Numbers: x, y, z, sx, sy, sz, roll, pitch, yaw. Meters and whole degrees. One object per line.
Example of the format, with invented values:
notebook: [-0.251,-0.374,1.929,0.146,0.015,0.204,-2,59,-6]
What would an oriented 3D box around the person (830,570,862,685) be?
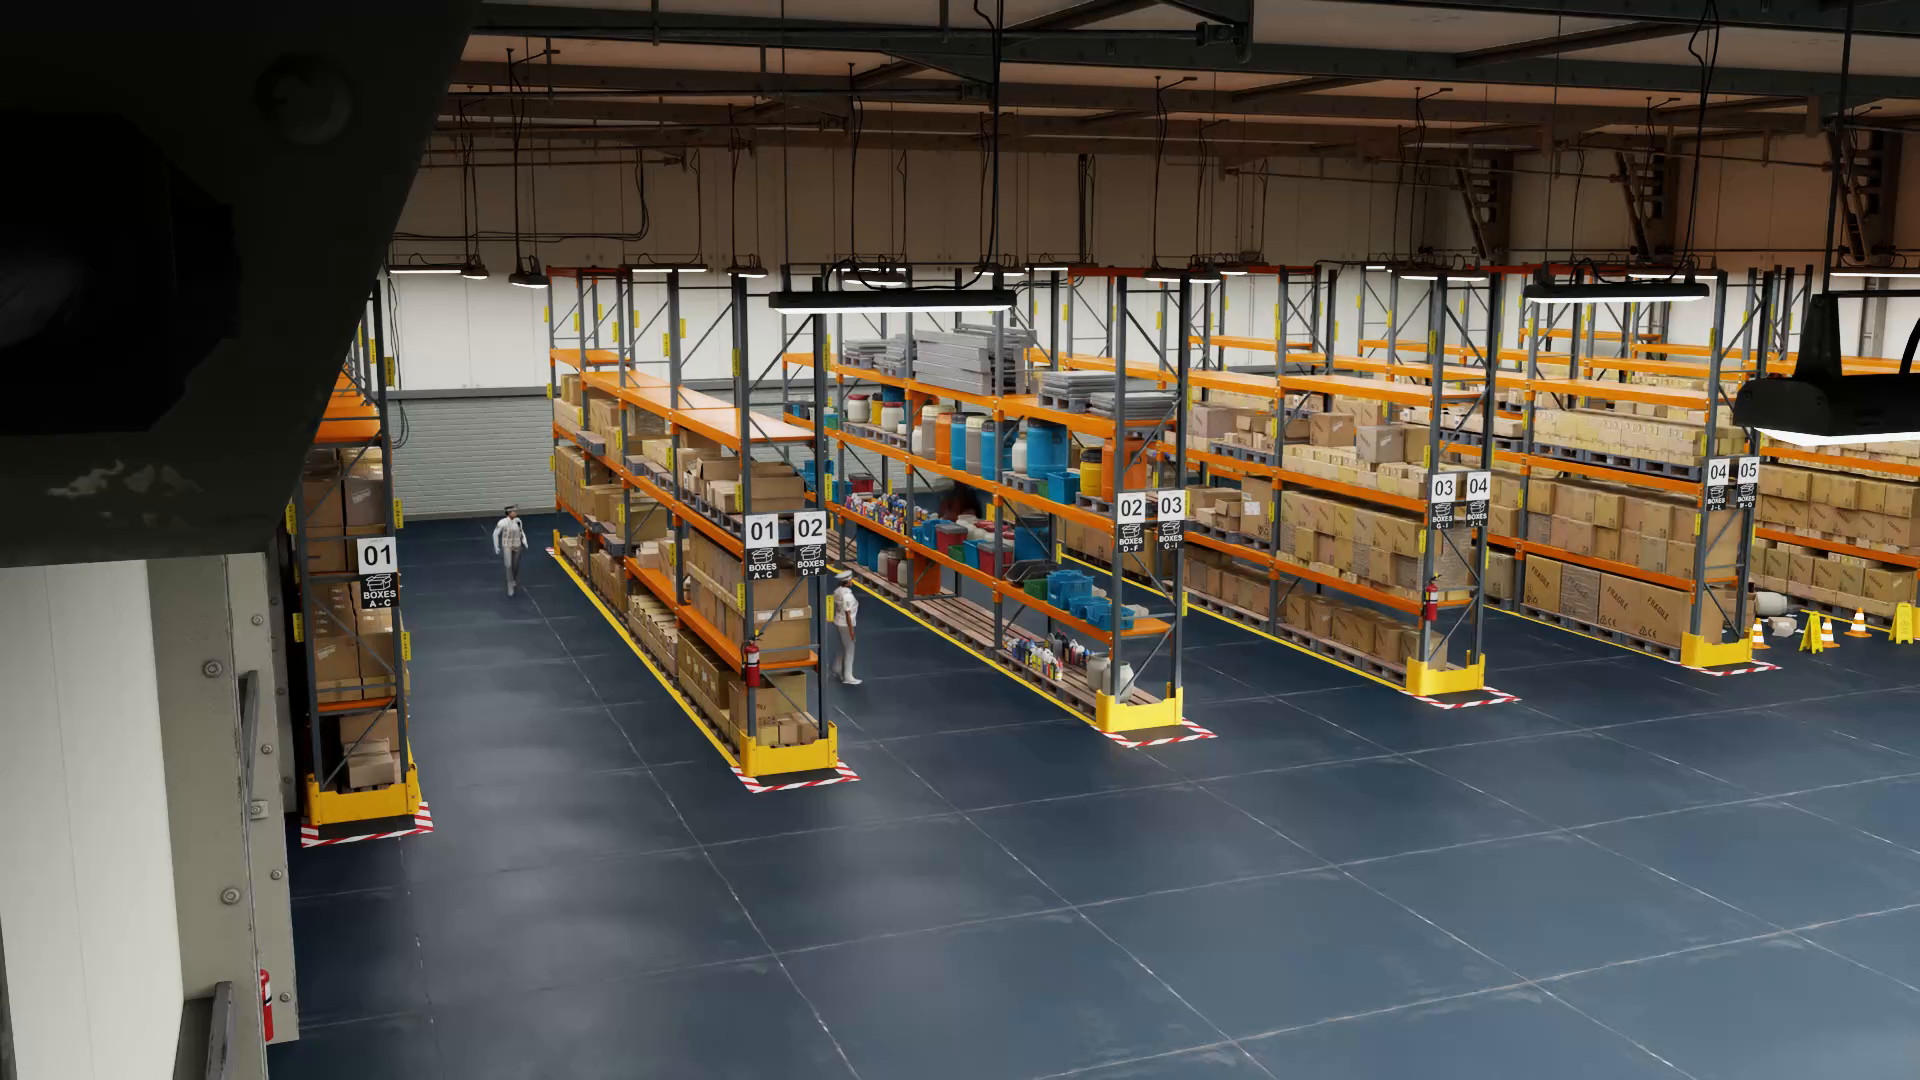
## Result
person: [-1.682,1.294,24.514,0.421,1.718,0.540,-3,10,-16]

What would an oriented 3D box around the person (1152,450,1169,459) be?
person: [5.002,-1.695,41.526,0.491,1.643,0.524,6,12,33]

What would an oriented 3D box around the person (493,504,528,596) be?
person: [-8.414,0.164,31.127,0.600,1.671,0.908,-4,11,-21]
